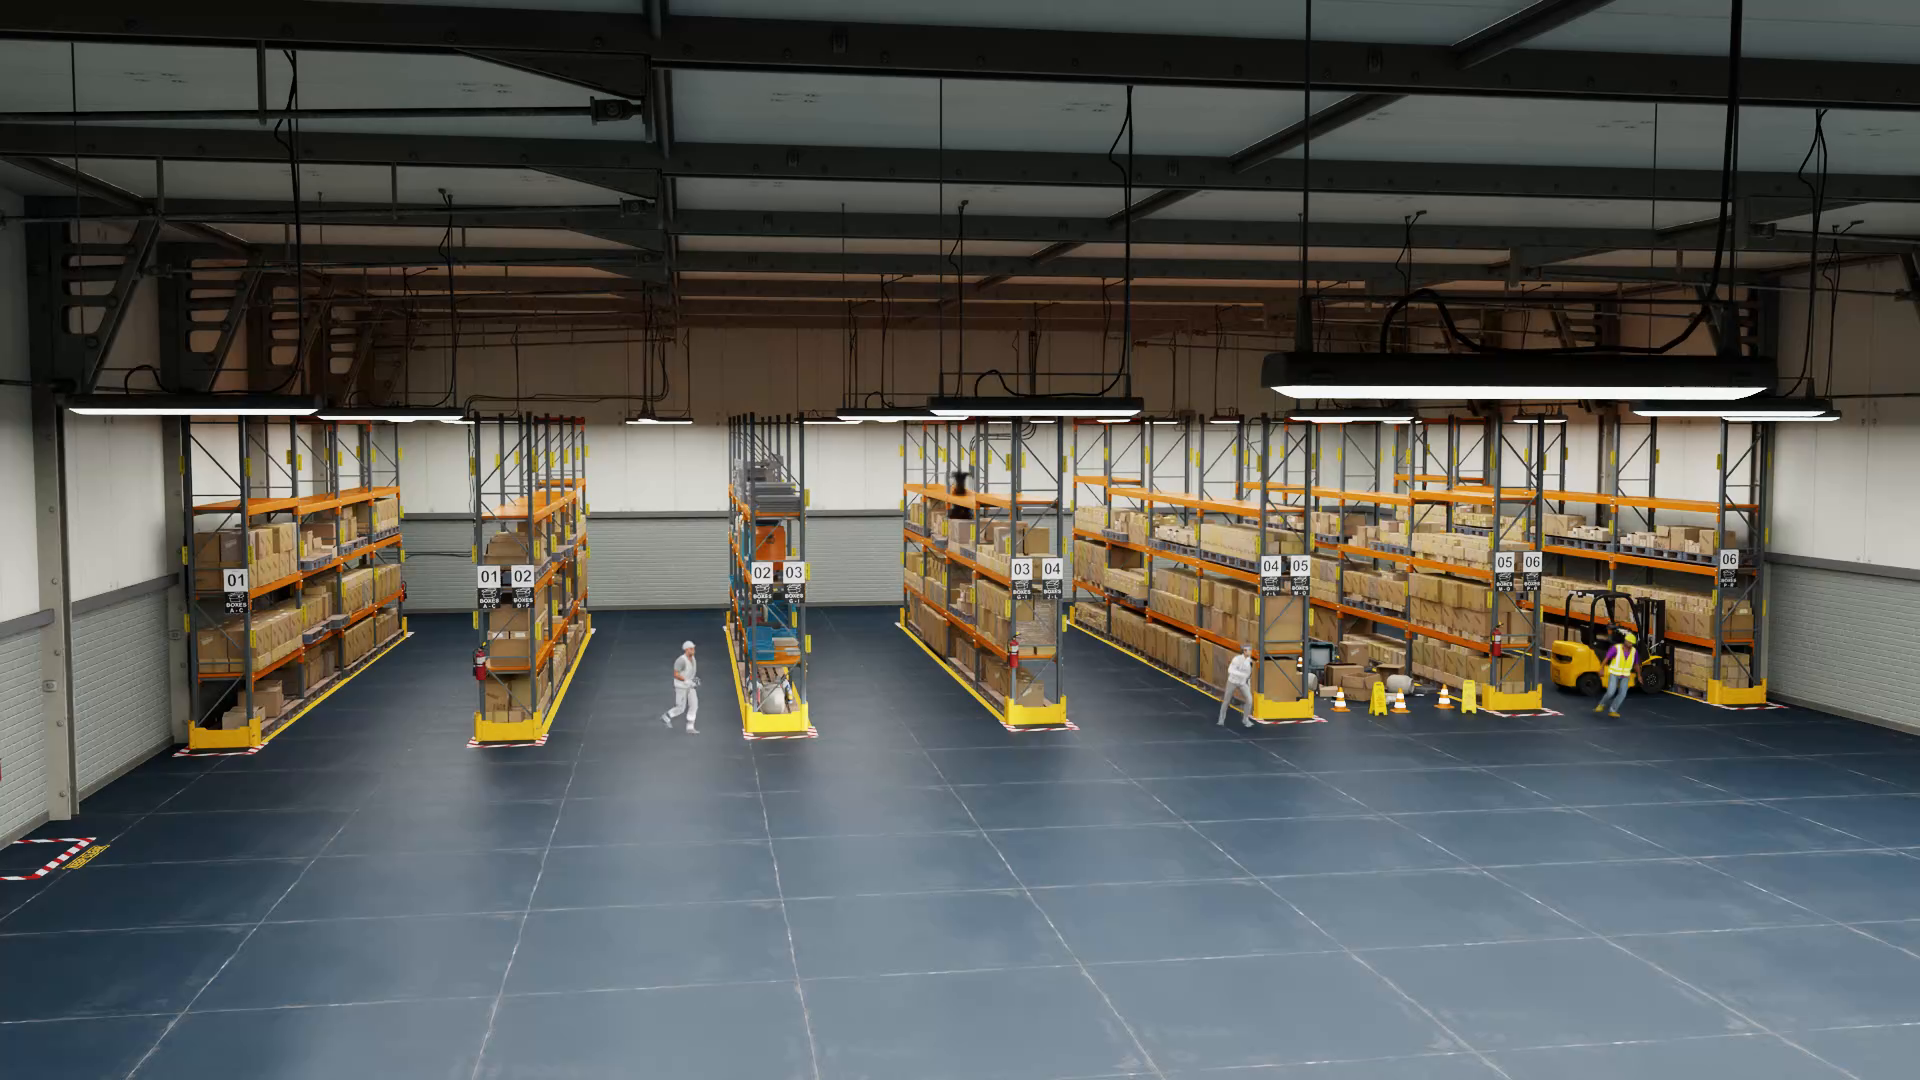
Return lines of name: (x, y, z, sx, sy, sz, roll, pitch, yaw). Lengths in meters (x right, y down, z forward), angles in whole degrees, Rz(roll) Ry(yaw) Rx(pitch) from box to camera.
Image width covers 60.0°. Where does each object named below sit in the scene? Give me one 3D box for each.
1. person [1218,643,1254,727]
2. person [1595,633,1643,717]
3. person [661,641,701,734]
person: (5.351, 2.770, 31.876, 0.673, 1.613, 0.771, -1, 4, -20)
person: (12.961, 2.645, 32.648, 0.795, 1.682, 0.656, 0, 4, -1)
person: (-5.215, 2.745, 31.067, 0.854, 1.743, 0.663, 2, 4, 29)
